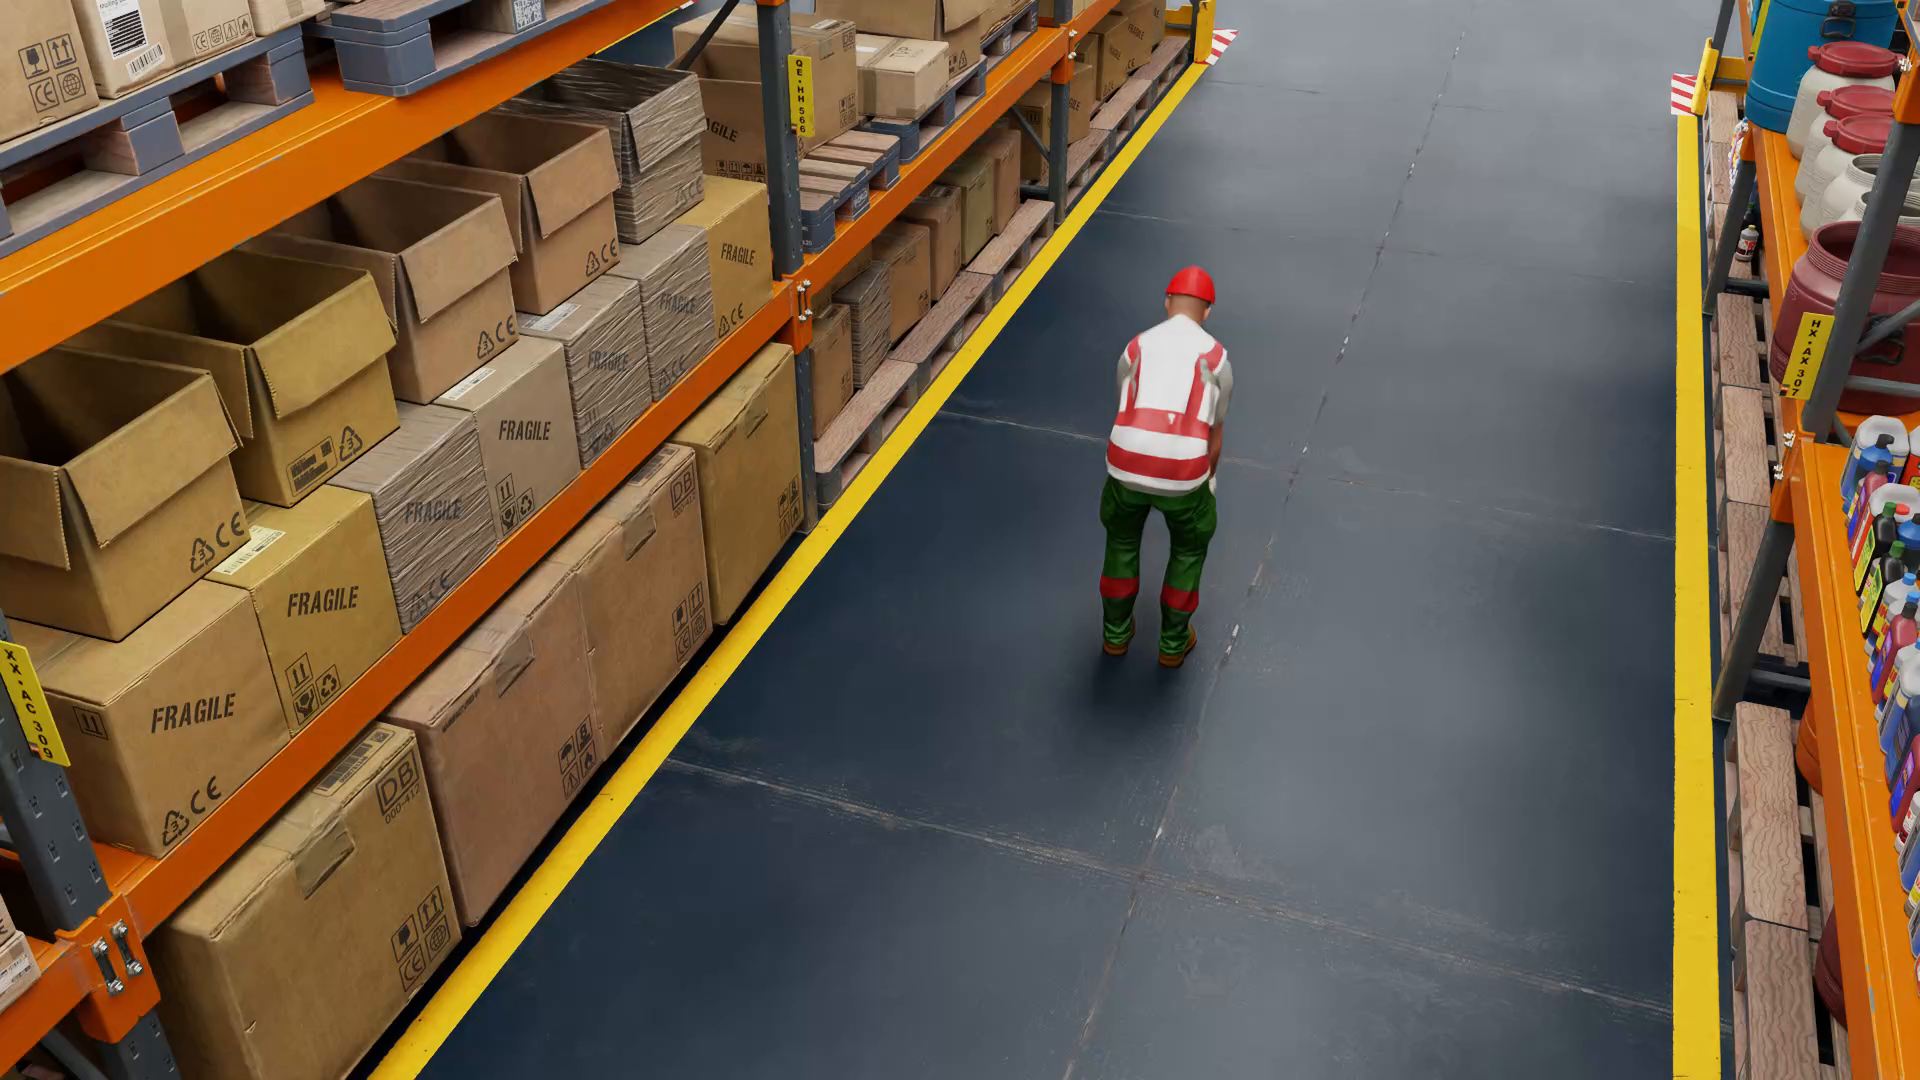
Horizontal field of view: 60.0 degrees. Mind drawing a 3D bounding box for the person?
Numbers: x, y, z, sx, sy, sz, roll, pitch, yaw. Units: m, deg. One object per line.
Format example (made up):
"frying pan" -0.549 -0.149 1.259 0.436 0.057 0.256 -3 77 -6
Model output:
"person" 0.849 -0.296 6.800 0.485 1.541 0.819 10 34 16
